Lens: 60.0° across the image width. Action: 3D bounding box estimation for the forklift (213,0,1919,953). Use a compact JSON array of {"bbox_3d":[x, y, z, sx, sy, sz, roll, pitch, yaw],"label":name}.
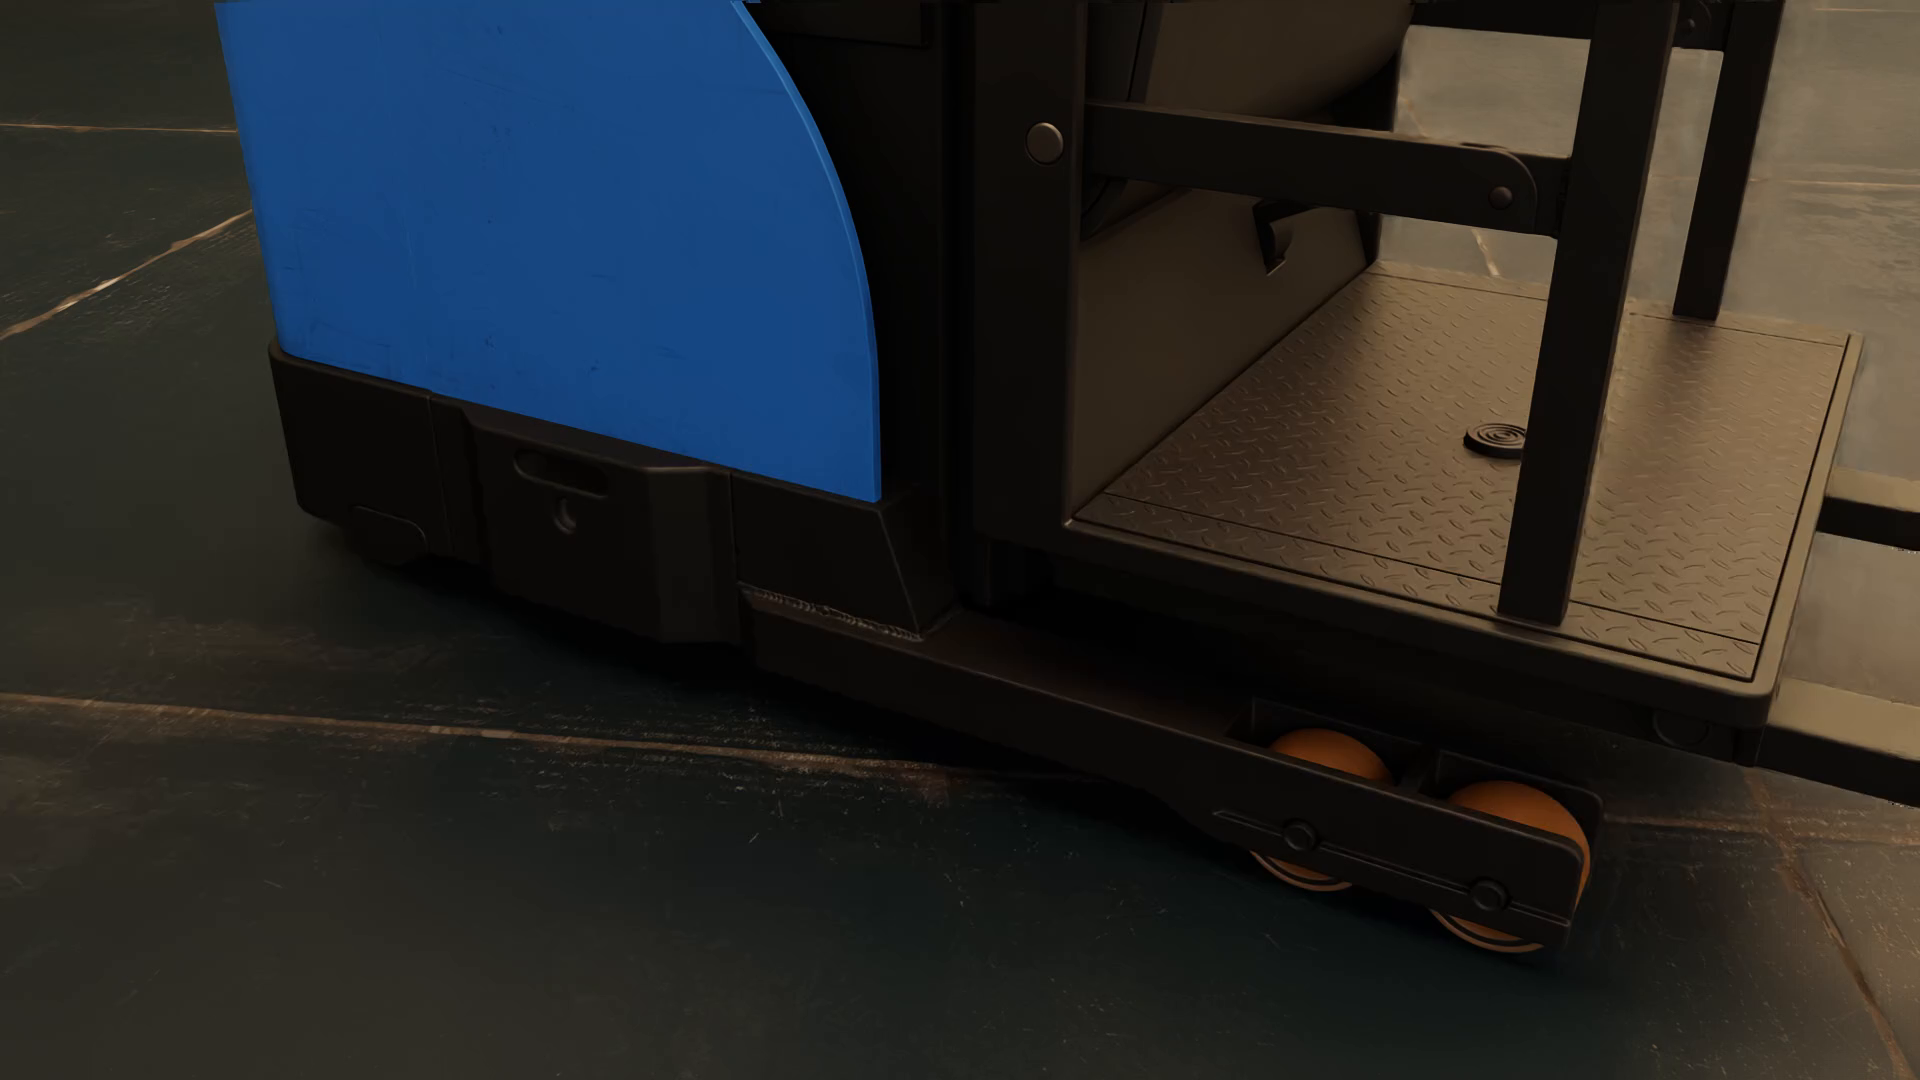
[{"bbox_3d":[0.551,-1.170,1.563,3.031,2.935,1.130,14,30,26],"label":"forklift"}]
